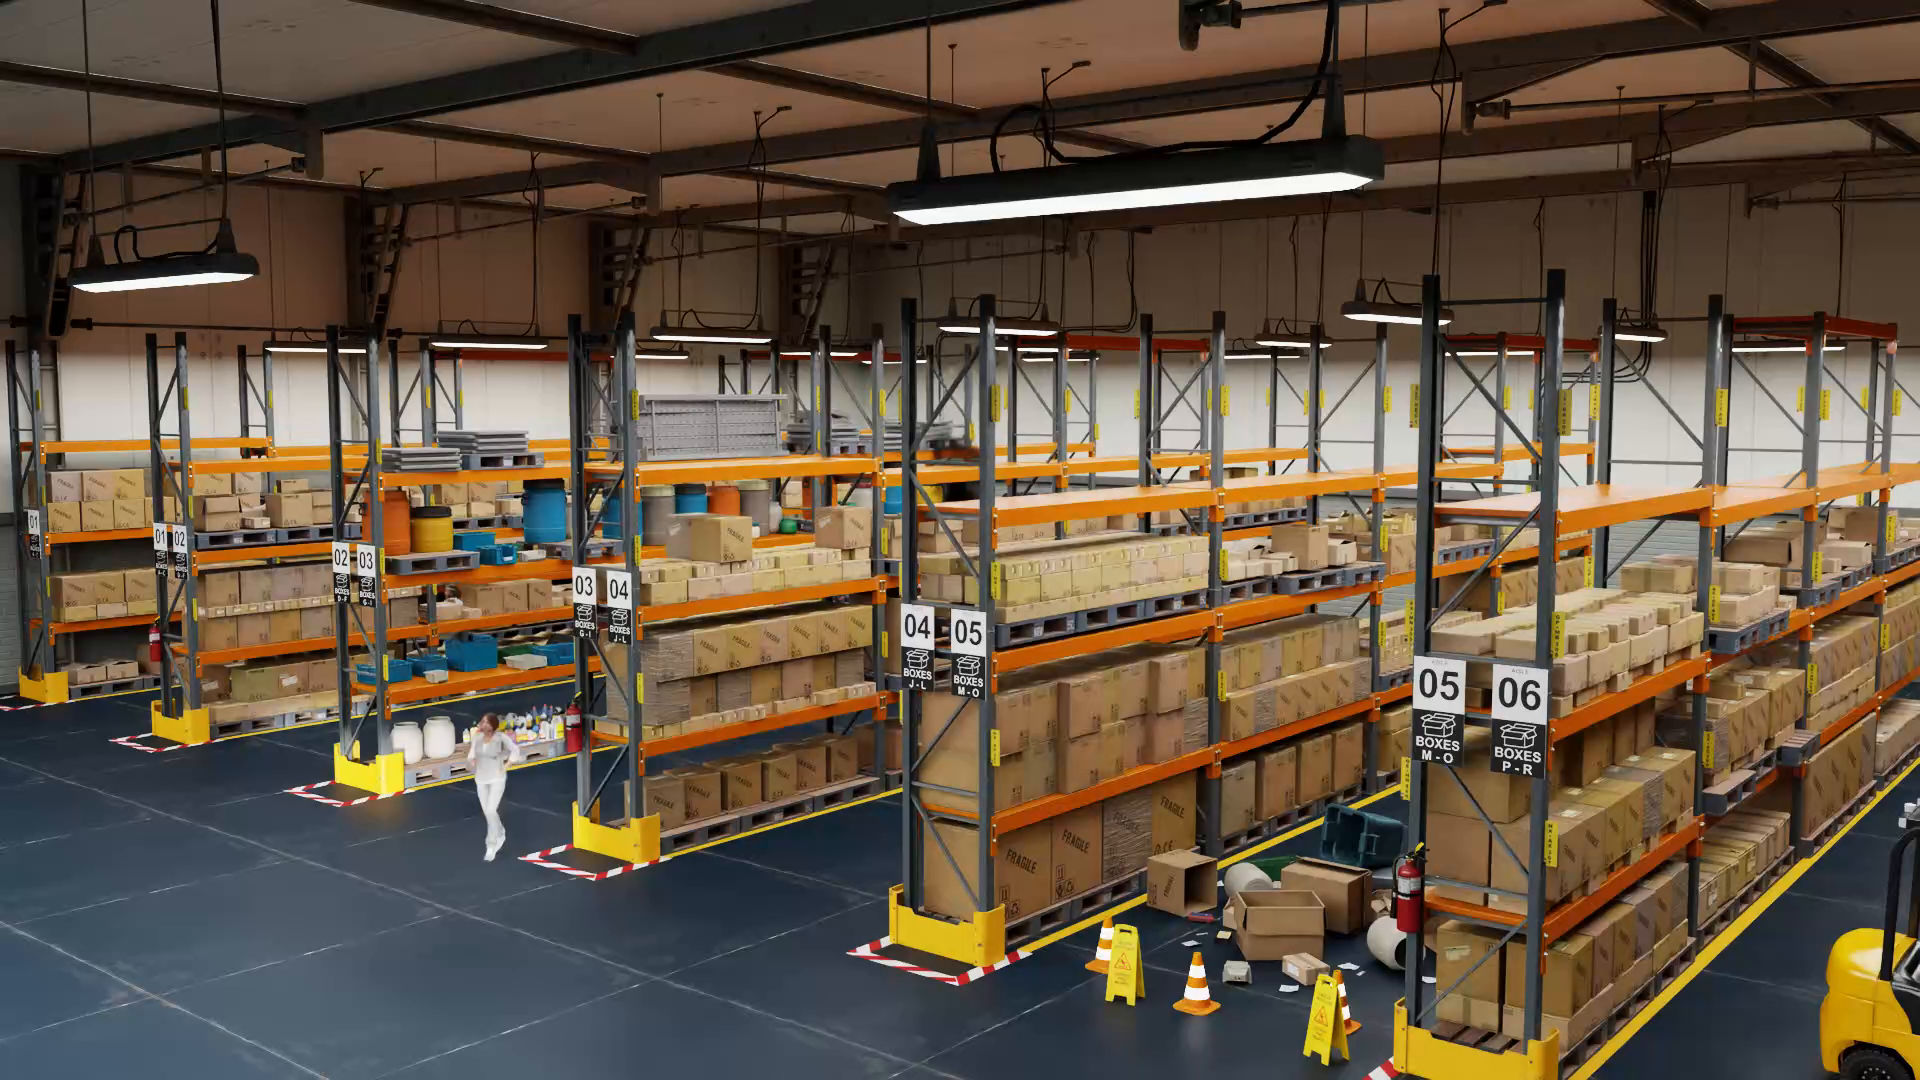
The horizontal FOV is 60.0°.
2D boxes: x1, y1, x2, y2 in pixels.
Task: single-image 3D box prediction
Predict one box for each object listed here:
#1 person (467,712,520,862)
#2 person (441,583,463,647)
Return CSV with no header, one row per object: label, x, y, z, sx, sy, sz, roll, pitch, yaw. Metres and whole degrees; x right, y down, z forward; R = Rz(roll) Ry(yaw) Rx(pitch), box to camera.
person,-5.207,2.715,18.458,0.528,1.633,0.640,1,5,13
person,-9.275,1.614,30.360,0.632,1.670,0.842,4,6,37
